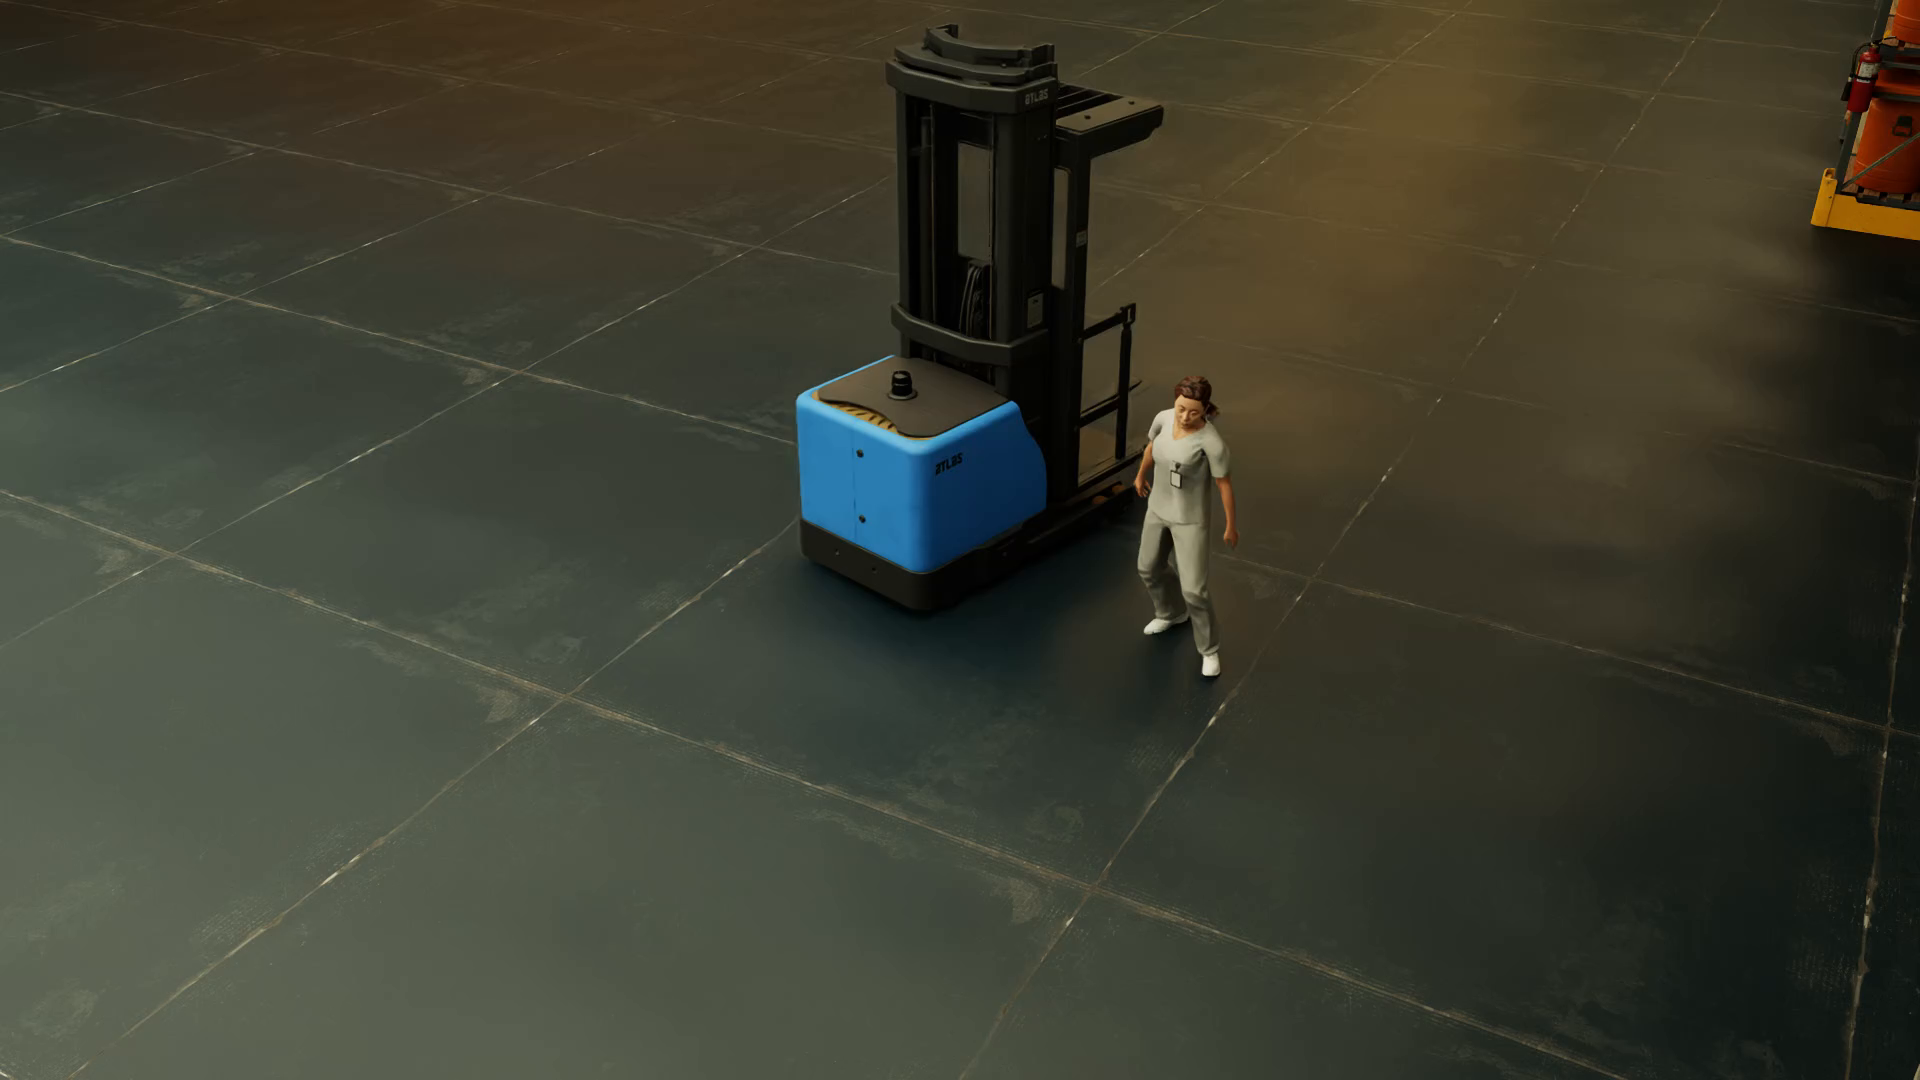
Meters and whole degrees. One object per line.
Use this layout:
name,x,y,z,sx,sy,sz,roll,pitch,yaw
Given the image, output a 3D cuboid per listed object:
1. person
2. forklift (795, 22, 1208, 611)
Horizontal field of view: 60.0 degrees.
person,1.182,-0.143,8.662,0.423,1.647,0.781,-22,37,-33
forklift,0.432,-1.528,9.718,1.130,2.935,3.031,25,38,36
